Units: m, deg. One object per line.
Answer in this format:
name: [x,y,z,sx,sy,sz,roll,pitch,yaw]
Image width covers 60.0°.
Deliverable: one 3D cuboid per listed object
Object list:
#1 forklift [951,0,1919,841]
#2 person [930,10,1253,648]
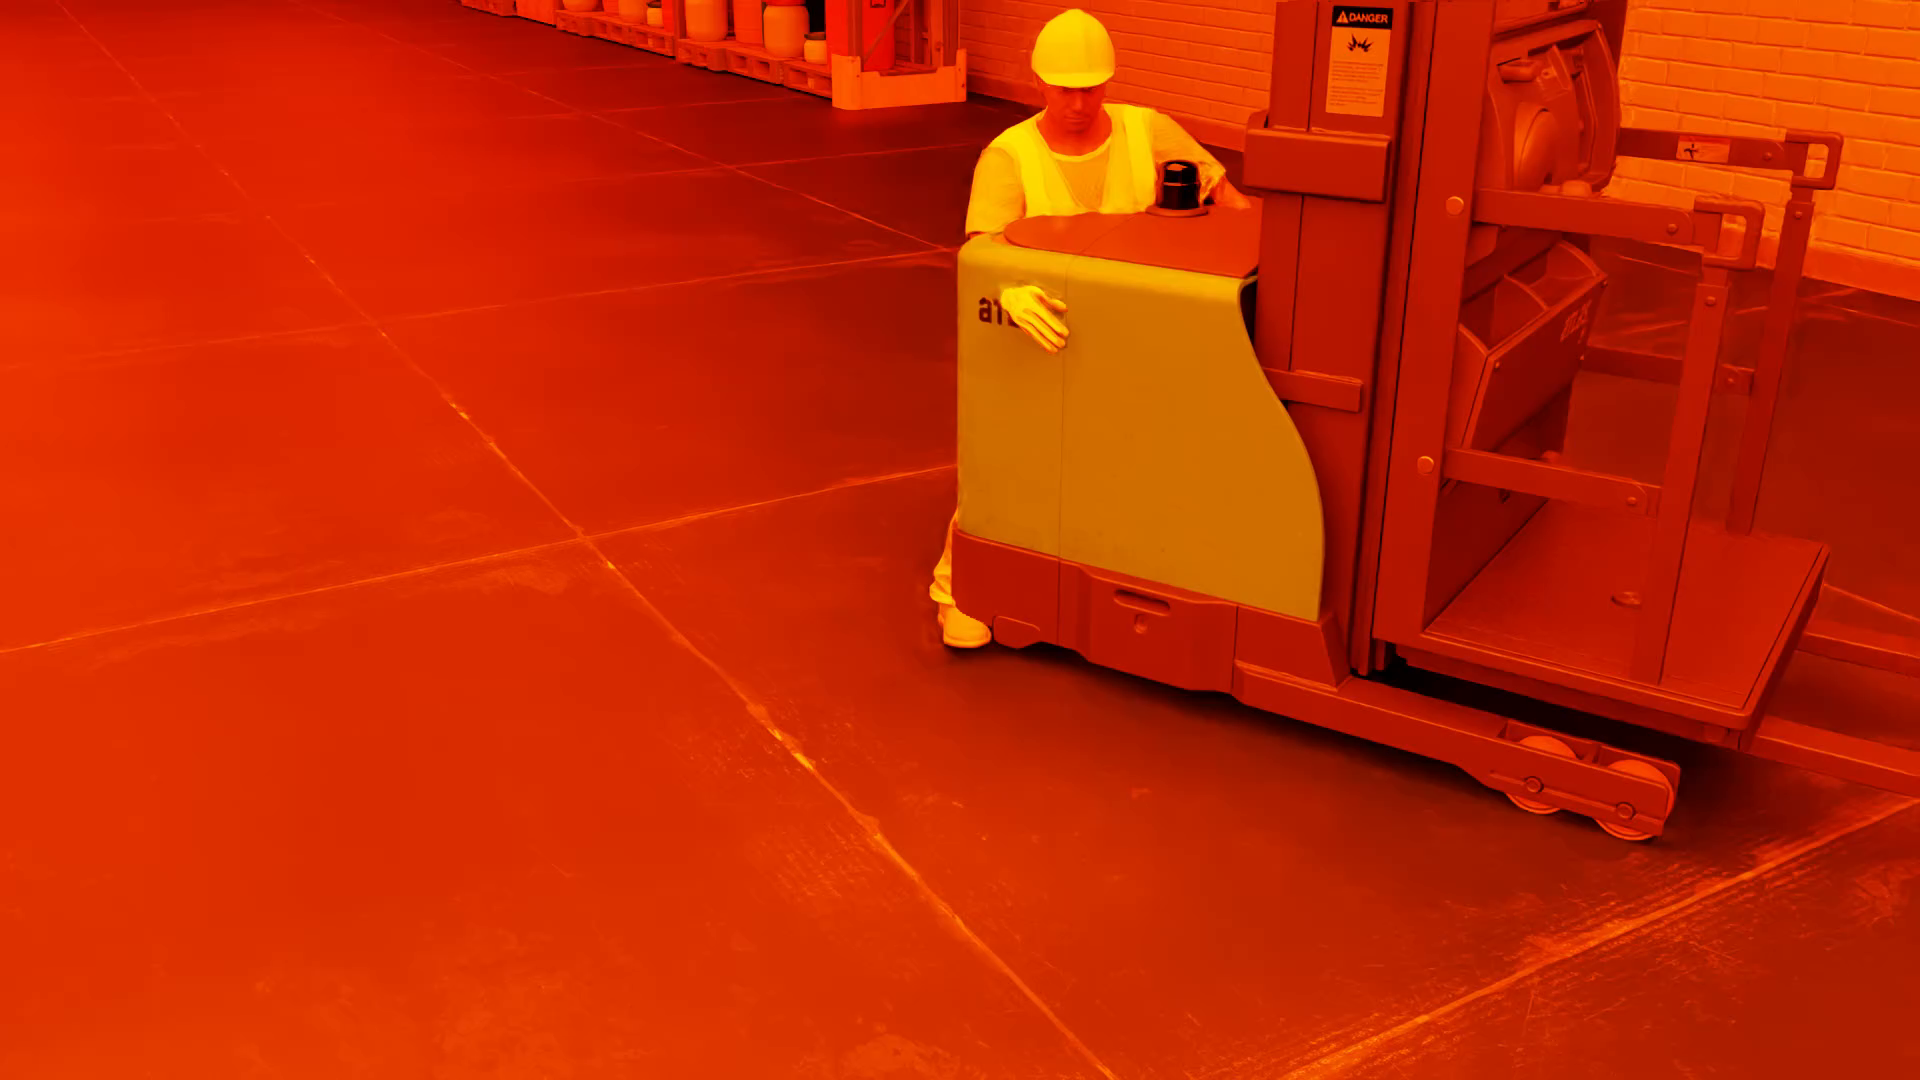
forklift: [1.486,-0.943,3.570,3.031,2.935,1.130,14,26,31]
person: [0.379,-0.527,4.321,0.929,1.606,0.756,-2,22,-5]
